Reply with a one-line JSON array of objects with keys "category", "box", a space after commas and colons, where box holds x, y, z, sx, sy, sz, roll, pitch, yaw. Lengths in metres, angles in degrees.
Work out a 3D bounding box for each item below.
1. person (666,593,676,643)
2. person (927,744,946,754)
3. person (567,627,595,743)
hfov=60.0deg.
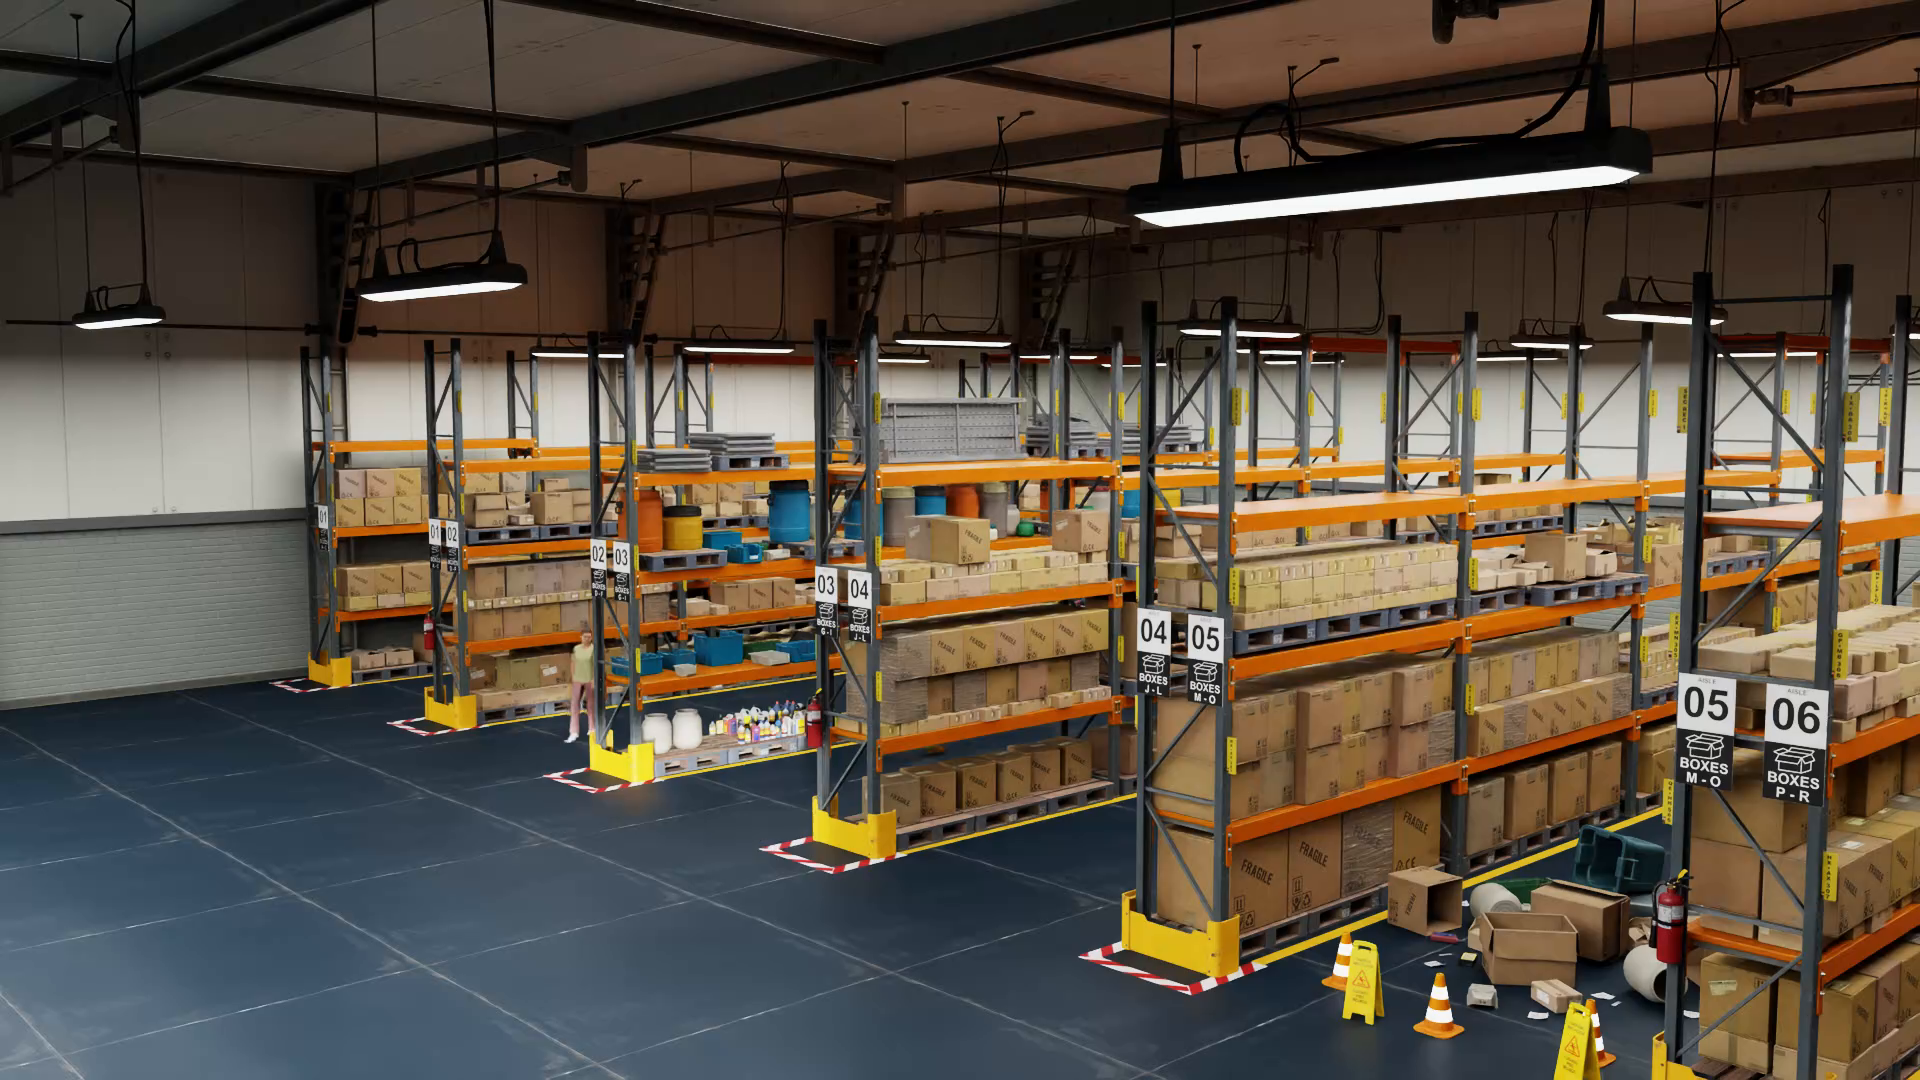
[{"category": "person", "box": [-5.823, 1.538, 32.202, 0.455, 1.544, 0.969, 2, 5, 22]}, {"category": "person", "box": [-0.325, 2.170, 23.865, 0.482, 1.780, 0.585, -3, 6, -28]}, {"category": "person", "box": [-5.650, 2.163, 24.971, 0.473, 1.670, 0.781, 0, 5, -1]}]
